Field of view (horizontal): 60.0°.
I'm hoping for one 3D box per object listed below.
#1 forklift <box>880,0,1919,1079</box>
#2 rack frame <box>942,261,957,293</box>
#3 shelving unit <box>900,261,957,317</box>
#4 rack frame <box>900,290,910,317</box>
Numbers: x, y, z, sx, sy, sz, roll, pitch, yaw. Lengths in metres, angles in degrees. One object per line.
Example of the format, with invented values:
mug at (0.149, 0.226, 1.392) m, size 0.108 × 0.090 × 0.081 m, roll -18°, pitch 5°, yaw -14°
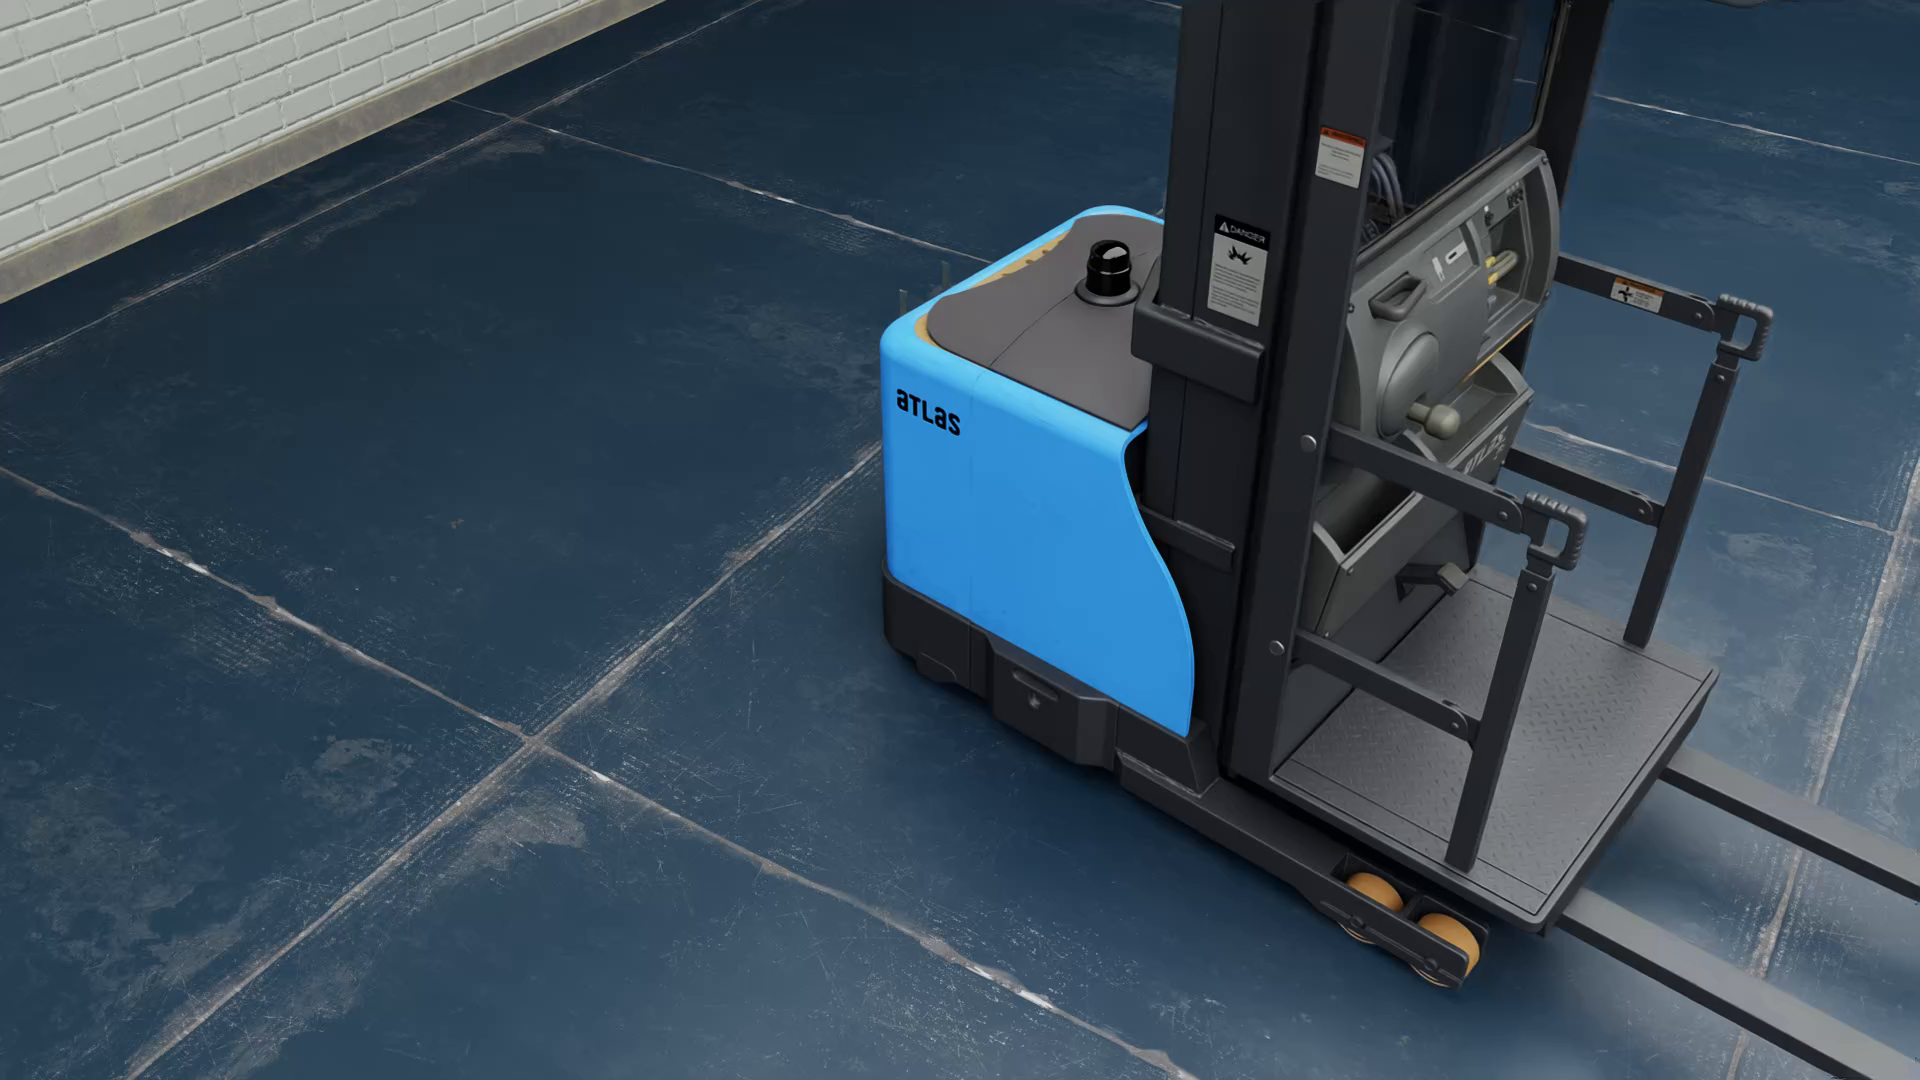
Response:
forklift at (1.232, -0.485, 3.479) m, size 3.031 × 2.935 × 1.130 m, roll 27°, pitch 45°, yaw 31°
rack frame at (0.048, -0.408, 5.042) m, size 0.240 × 0.900 × 0.006 m, roll 24°, pitch 44°, yaw 27°
shelving unit at (-0.011, -0.358, 4.977) m, size 0.258 × 0.900 × 0.210 m, roll 24°, pitch 44°, yaw 27°
rack frame at (-0.071, -0.307, 4.911) m, size 0.240 × 0.900 × 0.006 m, roll 24°, pitch 44°, yaw 27°
